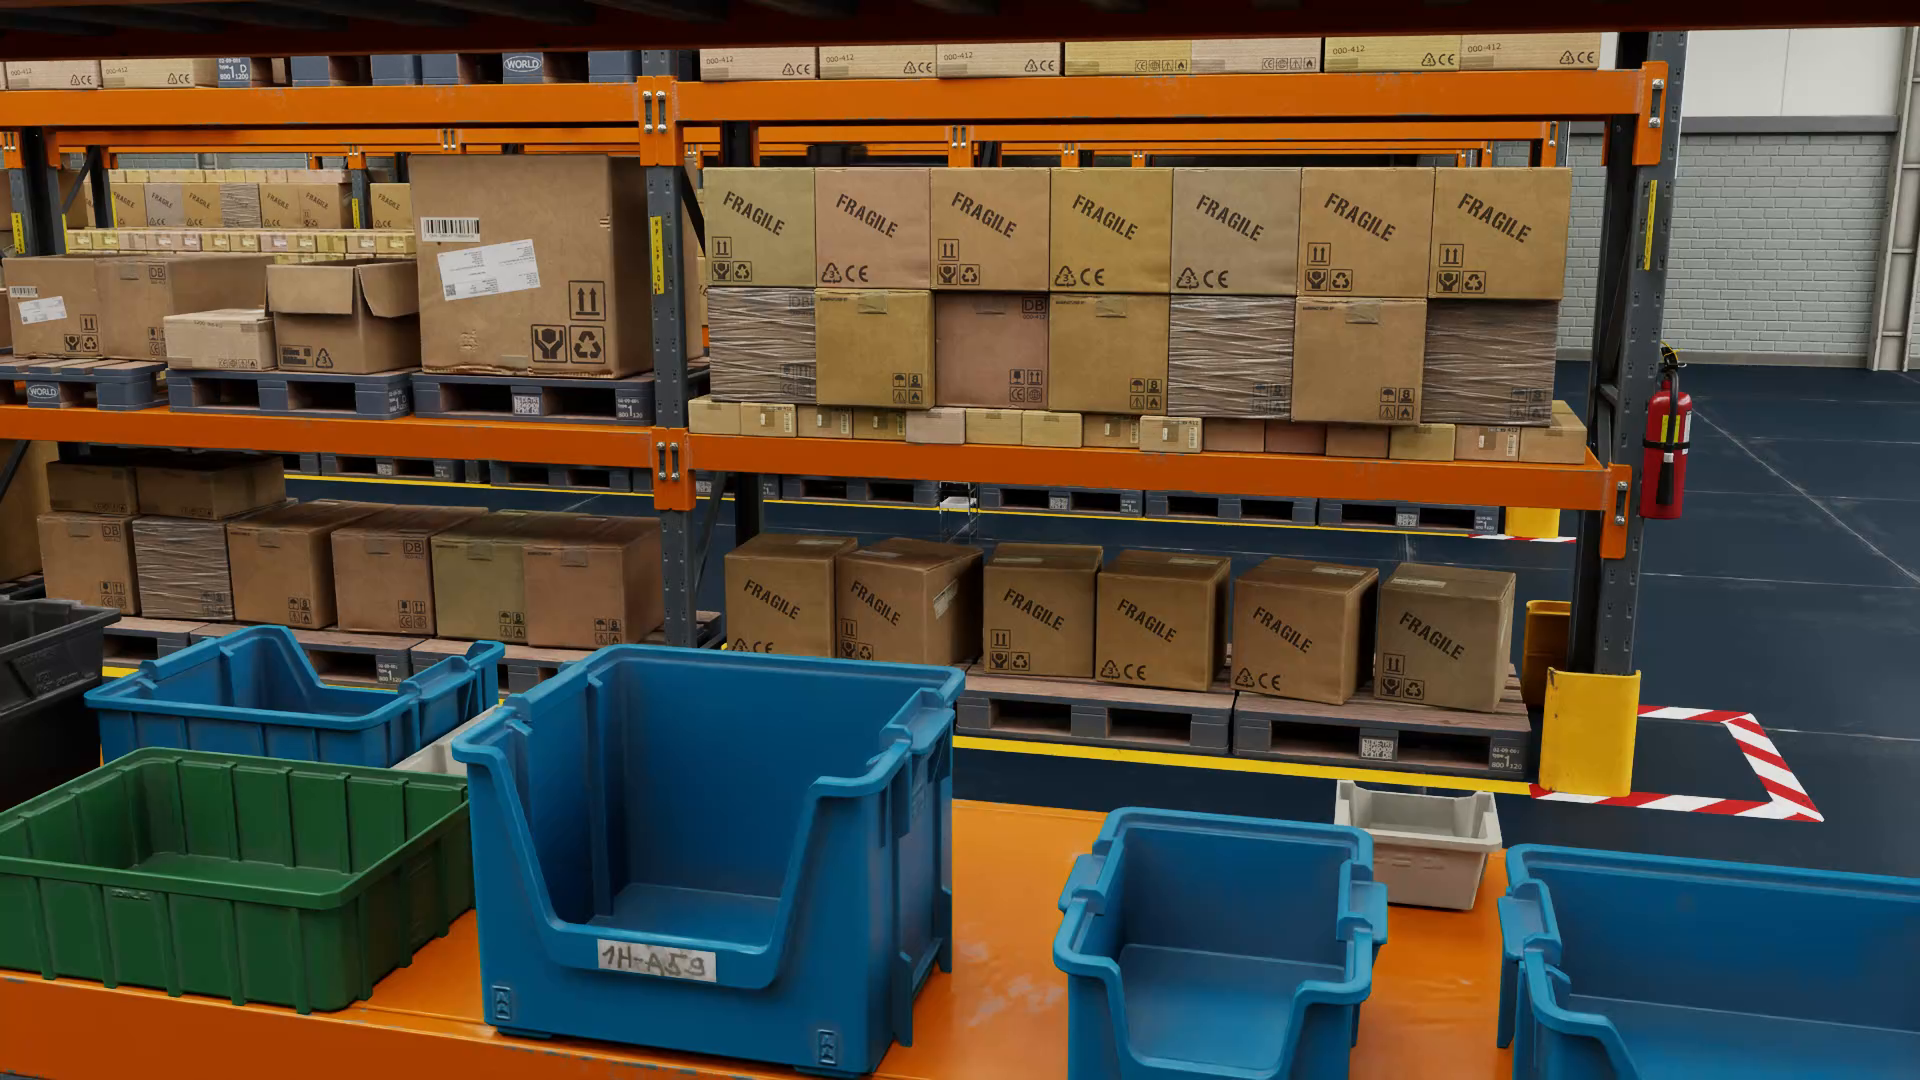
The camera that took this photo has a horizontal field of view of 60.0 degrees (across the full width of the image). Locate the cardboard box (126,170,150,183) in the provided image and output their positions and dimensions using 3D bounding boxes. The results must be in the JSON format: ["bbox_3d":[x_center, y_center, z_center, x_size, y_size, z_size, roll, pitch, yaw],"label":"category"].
[{"bbox_3d":[-9.411,-4.210,19.246,0.250,0.149,0.380,3,13,12],"label":"cardboard box"}]

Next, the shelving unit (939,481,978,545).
[{"bbox_3d":[-0.008,-0.440,11.138,0.210,0.900,0.258,3,13,14],"label":"shelving unit"}]

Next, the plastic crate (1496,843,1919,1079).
[{"bbox_3d":[0.970,0.587,2.008,0.616,0.251,0.499,3,13,14],"label":"plastic crate"}]

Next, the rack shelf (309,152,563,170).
[{"bbox_3d":[-7.318,-5.532,23.979,4.000,0.370,1.077,3,13,14],"label":"rack shelf"}]

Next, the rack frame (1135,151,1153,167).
[{"bbox_3d":[2.391,-3.900,21.887,0.127,3.000,1.000,3,13,14],"label":"rack frame"}]

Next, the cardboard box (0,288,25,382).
[{"bbox_3d":[-5.459,-1.111,9.085,0.500,0.500,0.500,3,13,15],"label":"cardboard box"}]

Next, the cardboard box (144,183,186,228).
[{"bbox_3d":[-9.042,-3.881,19.260,0.500,0.500,0.500,3,13,13],"label":"cardboard box"}]

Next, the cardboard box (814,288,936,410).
[{"bbox_3d":[-0.270,-0.896,7.431,0.500,0.500,0.875,3,13,14],"label":"cardboard box"}]

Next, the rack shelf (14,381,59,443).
[{"bbox_3d":[-6.994,-0.732,9.270,4.000,0.370,1.077,3,13,14],"label":"rack shelf"}]

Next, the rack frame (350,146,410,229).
[{"bbox_3d":[-6.562,-3.271,19.053,0.127,3.000,1.000,3,13,14],"label":"rack frame"}]

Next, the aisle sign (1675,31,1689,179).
[{"bbox_3d":[2.703,-1.767,6.273,0.004,0.787,0.394,3,13,14],"label":"aisle sign"}]

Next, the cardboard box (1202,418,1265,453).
[{"bbox_3d":[1.171,-0.475,7.028,0.250,0.149,0.380,3,13,14],"label":"cardboard box"}]

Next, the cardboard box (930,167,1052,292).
[{"bbox_3d":[0.178,-1.326,7.058,0.500,0.500,0.500,3,13,14],"label":"cardboard box"}]

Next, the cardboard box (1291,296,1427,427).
[{"bbox_3d":[1.673,-0.794,6.968,0.500,0.500,0.875,3,13,14],"label":"cardboard box"}]

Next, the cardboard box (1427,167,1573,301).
[{"bbox_3d":[2.121,-1.223,6.596,0.500,0.500,0.500,3,13,14],"label":"cardboard box"}]

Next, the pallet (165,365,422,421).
[{"bbox_3d":[-3.121,-0.792,8.321,1.213,0.211,1.003,3,13,14],"label":"pallet"}]

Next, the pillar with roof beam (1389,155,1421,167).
[{"bbox_3d":[4.783,-5.942,17.238,0.400,9.000,9.100,3,13,14],"label":"pillar with roof beam"}]

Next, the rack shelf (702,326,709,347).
[{"bbox_3d":[-1.824,-1.562,13.012,4.000,0.370,1.077,3,13,14],"label":"rack shelf"}]

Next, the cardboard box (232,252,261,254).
[{"bbox_3d":[-5.608,-2.241,13.335,0.250,0.149,0.380,3,13,15],"label":"cardboard box"}]

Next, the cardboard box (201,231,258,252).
[{"bbox_3d":[-5.859,-2.401,13.365,0.250,0.149,0.380,3,13,15],"label":"cardboard box"}]

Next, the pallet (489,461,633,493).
[{"bbox_3d":[-3.019,-0.599,13.448,1.213,0.211,1.003,3,13,14],"label":"pallet"}]

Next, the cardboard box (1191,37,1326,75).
[{"bbox_3d":[1.205,-1.981,6.658,0.500,0.250,0.500,3,13,15],"label":"cardboard box"}]

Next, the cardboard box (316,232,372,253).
[{"bbox_3d":[-4.849,-2.346,13.121,0.250,0.149,0.380,3,13,15],"label":"cardboard box"}]

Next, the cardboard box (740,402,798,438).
[{"bbox_3d":[-0.793,-0.559,7.410,0.250,0.149,0.380,3,13,14],"label":"cardboard box"}]

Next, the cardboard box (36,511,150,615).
[{"bbox_3d":[-4.397,0.056,8.810,0.500,0.500,0.700,2,13,11],"label":"cardboard box"}]

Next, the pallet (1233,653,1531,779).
[{"bbox_3d":[1.860,0.743,7.396,1.213,0.211,1.003,3,13,14],"label":"pallet"}]

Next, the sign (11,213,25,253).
[{"bbox_3d":[-7.772,-2.533,13.727,0.005,0.325,0.100,3,13,14],"label":"sign"}]

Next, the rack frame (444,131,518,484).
[{"bbox_3d":[-3.766,-2.017,13.402,0.127,3.000,1.000,3,13,14],"label":"rack frame"}]

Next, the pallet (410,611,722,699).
[{"bbox_3d":[-1.925,0.549,8.271,1.213,0.211,1.003,3,13,14],"label":"pallet"}]

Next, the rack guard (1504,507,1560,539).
[{"bbox_3d":[4.024,-0.381,11.796,0.348,0.500,1.175,3,13,14],"label":"rack guard"}]

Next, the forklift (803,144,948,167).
[{"bbox_3d":[-0.551,-2.295,14.813,3.031,2.935,1.130,2,13,9],"label":"forklift"}]

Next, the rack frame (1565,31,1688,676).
[{"bbox_3d":[2.714,-0.565,6.853,0.127,3.000,1.000,3,13,14],"label":"rack frame"}]

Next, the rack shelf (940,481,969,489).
[{"bbox_3d":[-0.008,-0.407,11.145,0.200,0.077,0.258,3,13,14],"label":"rack shelf"}]

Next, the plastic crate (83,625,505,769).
[{"bbox_3d":[-1.216,0.342,3.109,0.616,0.251,0.499,3,13,14],"label":"plastic crate"}]

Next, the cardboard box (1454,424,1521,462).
[{"bbox_3d":[2.146,-0.426,6.810,0.250,0.149,0.380,3,13,14],"label":"cardboard box"}]

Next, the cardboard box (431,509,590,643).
[{"bbox_3d":[-2.219,0.168,8.305,0.500,0.500,0.700,3,13,13],"label":"cardboard box"}]

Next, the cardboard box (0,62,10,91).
[{"bbox_3d":[-4.657,-2.293,8.064,0.500,0.250,0.500,3,13,15],"label":"cardboard box"}]

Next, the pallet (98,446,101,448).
[{"bbox_3d":[-8.310,-0.891,14.763,1.213,0.211,1.003,3,13,14],"label":"pallet"}]

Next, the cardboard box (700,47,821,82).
[{"bbox_3d":[-0.794,-2.086,7.132,0.500,0.250,0.500,3,13,11],"label":"cardboard box"}]

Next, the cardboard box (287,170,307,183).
[{"bbox_3d":[-7.407,-4.125,18.866,0.250,0.149,0.380,3,13,14],"label":"cardboard box"}]

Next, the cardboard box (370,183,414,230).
[{"bbox_3d":[-6.203,-3.725,18.558,0.500,0.500,0.500,3,13,14],"label":"cardboard box"}]

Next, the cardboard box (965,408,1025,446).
[{"bbox_3d":[0.187,-0.515,7.211,0.250,0.149,0.380,3,13,14],"label":"cardboard box"}]

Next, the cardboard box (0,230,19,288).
[{"bbox_3d":[-8.187,-2.385,14.140,0.500,0.500,0.500,3,13,14],"label":"cardboard box"}]

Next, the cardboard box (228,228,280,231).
[{"bbox_3d":[-5.948,-2.550,14.040,0.250,0.149,0.380,2,13,11],"label":"cardboard box"}]

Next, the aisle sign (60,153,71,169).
[{"bbox_3d":[-10.585,-4.691,19.449,0.004,0.787,0.394,3,13,14],"label":"aisle sign"}]

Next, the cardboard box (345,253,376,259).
[{"bbox_3d":[-4.614,-2.188,13.096,0.250,0.149,0.380,4,13,16],"label":"cardboard box"}]

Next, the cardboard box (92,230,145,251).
[{"bbox_3d":[-6.857,-2.454,13.605,0.250,0.149,0.380,3,13,14],"label":"cardboard box"}]

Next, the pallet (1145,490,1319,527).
[{"bbox_3d":[2.025,-0.330,12.233,1.213,0.211,1.003,3,13,14],"label":"pallet"}]

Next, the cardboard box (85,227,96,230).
[{"bbox_3d":[-10.048,-3.442,19.593,0.500,0.500,0.500,3,13,13],"label":"cardboard box"}]

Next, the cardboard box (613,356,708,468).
[{"bbox_3d":[-2.347,-1.029,13.171,0.750,0.750,1.050,3,13,14],"label":"cardboard box"}]

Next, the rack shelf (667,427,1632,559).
[{"bbox_3d":[0.773,-0.317,7.399,4.000,0.370,1.077,3,13,14],"label":"rack shelf"}]

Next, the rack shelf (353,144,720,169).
[{"bbox_3d":[-4.620,-4.281,18.338,4.000,0.370,1.077,3,13,14],"label":"rack shelf"}]

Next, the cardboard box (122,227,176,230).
[{"bbox_3d":[-6.952,-2.604,14.284,0.250,0.149,0.380,3,13,12],"label":"cardboard box"}]

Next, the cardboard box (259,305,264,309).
[{"bbox_3d":[-3.369,-1.089,8.559,0.258,0.266,0.396,3,13,12],"label":"cardboard box"}]

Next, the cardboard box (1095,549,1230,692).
[{"bbox_3d":[0.920,0.355,7.512,0.500,0.500,0.500,4,13,19],"label":"cardboard box"}]

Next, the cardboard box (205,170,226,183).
[{"bbox_3d":[-8.405,-4.163,19.036,0.250,0.149,0.380,3,13,14],"label":"cardboard box"}]

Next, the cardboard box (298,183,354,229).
[{"bbox_3d":[-7.086,-3.775,18.782,0.500,0.500,0.500,3,13,13],"label":"cardboard box"}]

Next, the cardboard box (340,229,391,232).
[{"bbox_3d":[-4.924,-2.496,13.795,0.250,0.149,0.380,3,13,11],"label":"cardboard box"}]

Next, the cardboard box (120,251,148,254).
[{"bbox_3d":[-6.622,-2.296,13.580,0.250,0.149,0.380,2,13,11],"label":"cardboard box"}]
